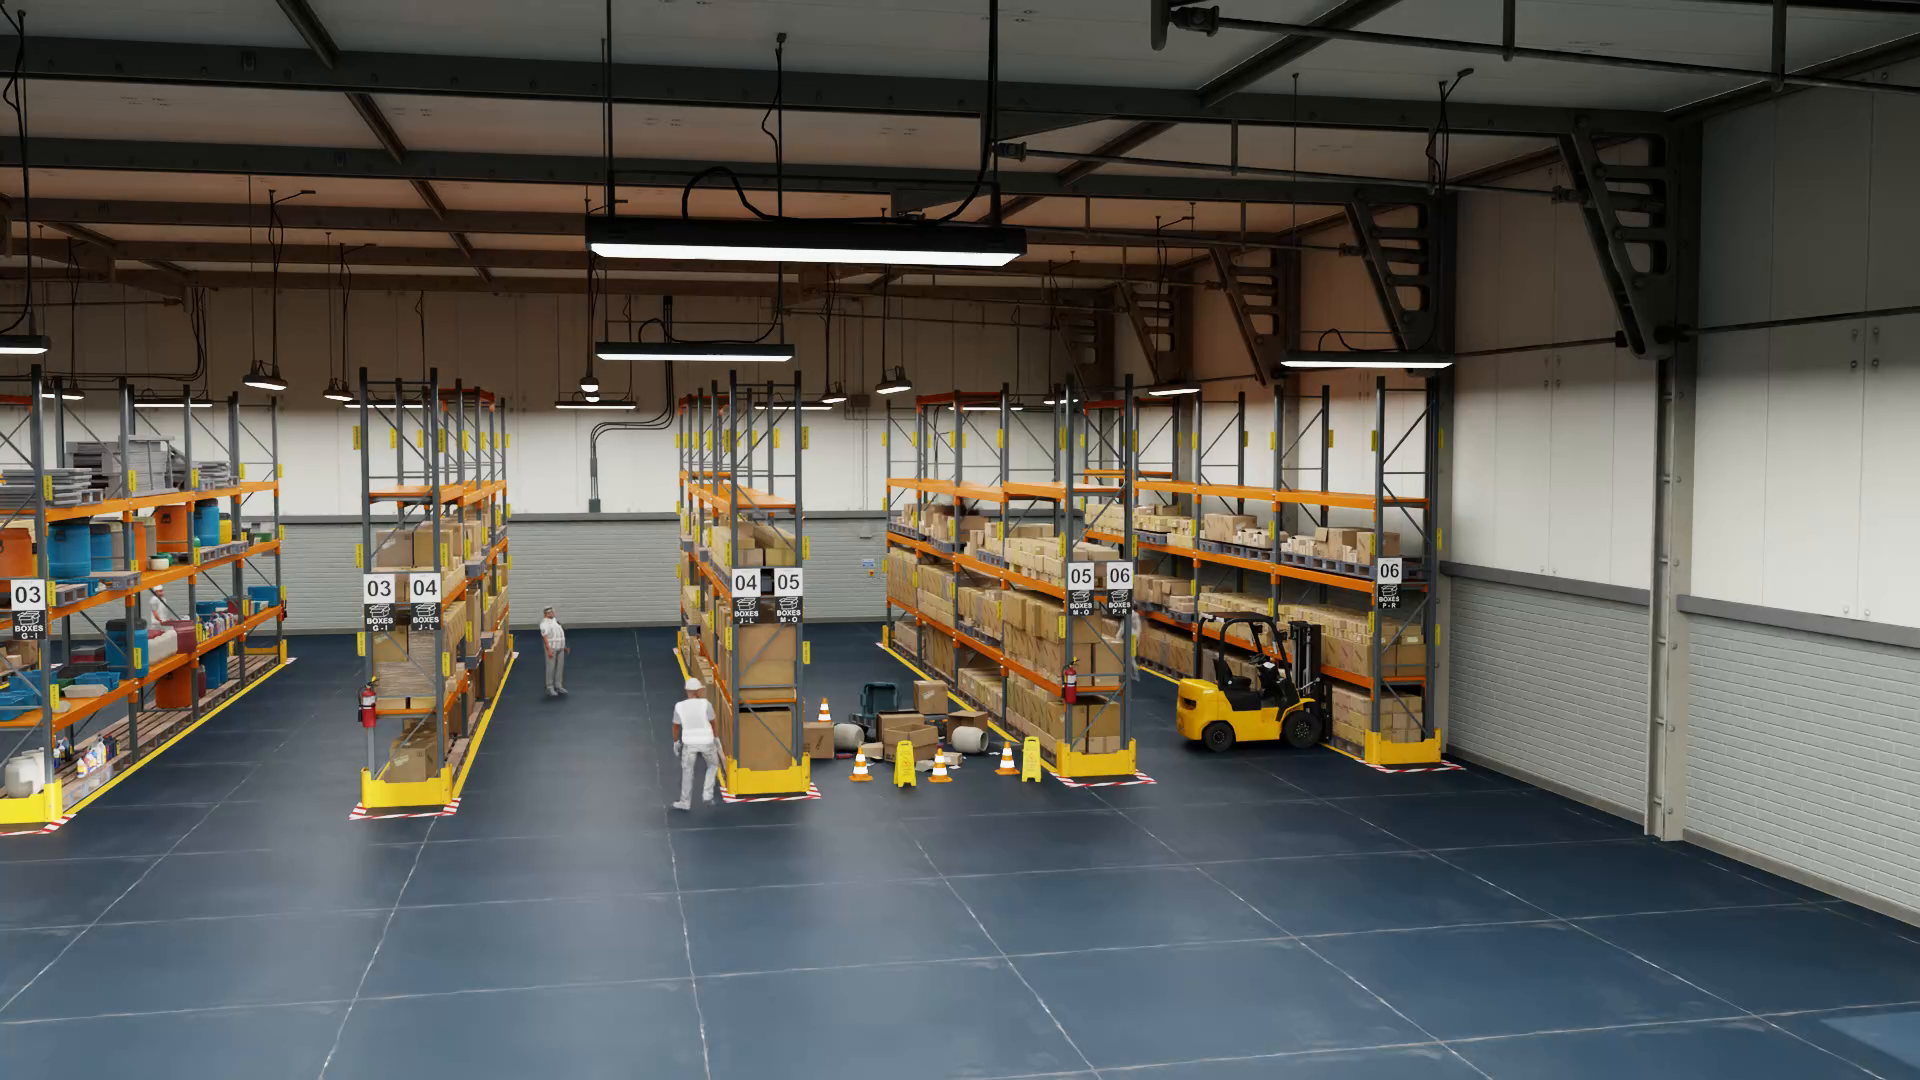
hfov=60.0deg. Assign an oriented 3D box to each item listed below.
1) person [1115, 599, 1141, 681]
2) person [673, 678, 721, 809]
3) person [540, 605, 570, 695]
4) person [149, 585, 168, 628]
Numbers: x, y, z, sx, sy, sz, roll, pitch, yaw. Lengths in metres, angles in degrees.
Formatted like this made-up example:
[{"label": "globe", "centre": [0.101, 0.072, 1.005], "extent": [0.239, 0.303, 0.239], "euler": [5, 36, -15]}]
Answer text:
[{"label": "person", "centre": [3.379, 2.005, 33.379], "extent": [0.536, 1.701, 0.720], "euler": [-2, 4, -34]}, {"label": "person", "centre": [-3.565, 2.758, 22.512], "extent": [0.658, 1.786, 0.425], "euler": [0, 3, -6]}, {"label": "person", "centre": [-8.040, 2.174, 33.046], "extent": [0.511, 1.790, 0.597], "euler": [2, 4, 30]}, {"label": "person", "centre": [-17.878, 1.891, 37.328], "extent": [0.799, 1.792, 0.606], "euler": [-1, 4, -20]}]
